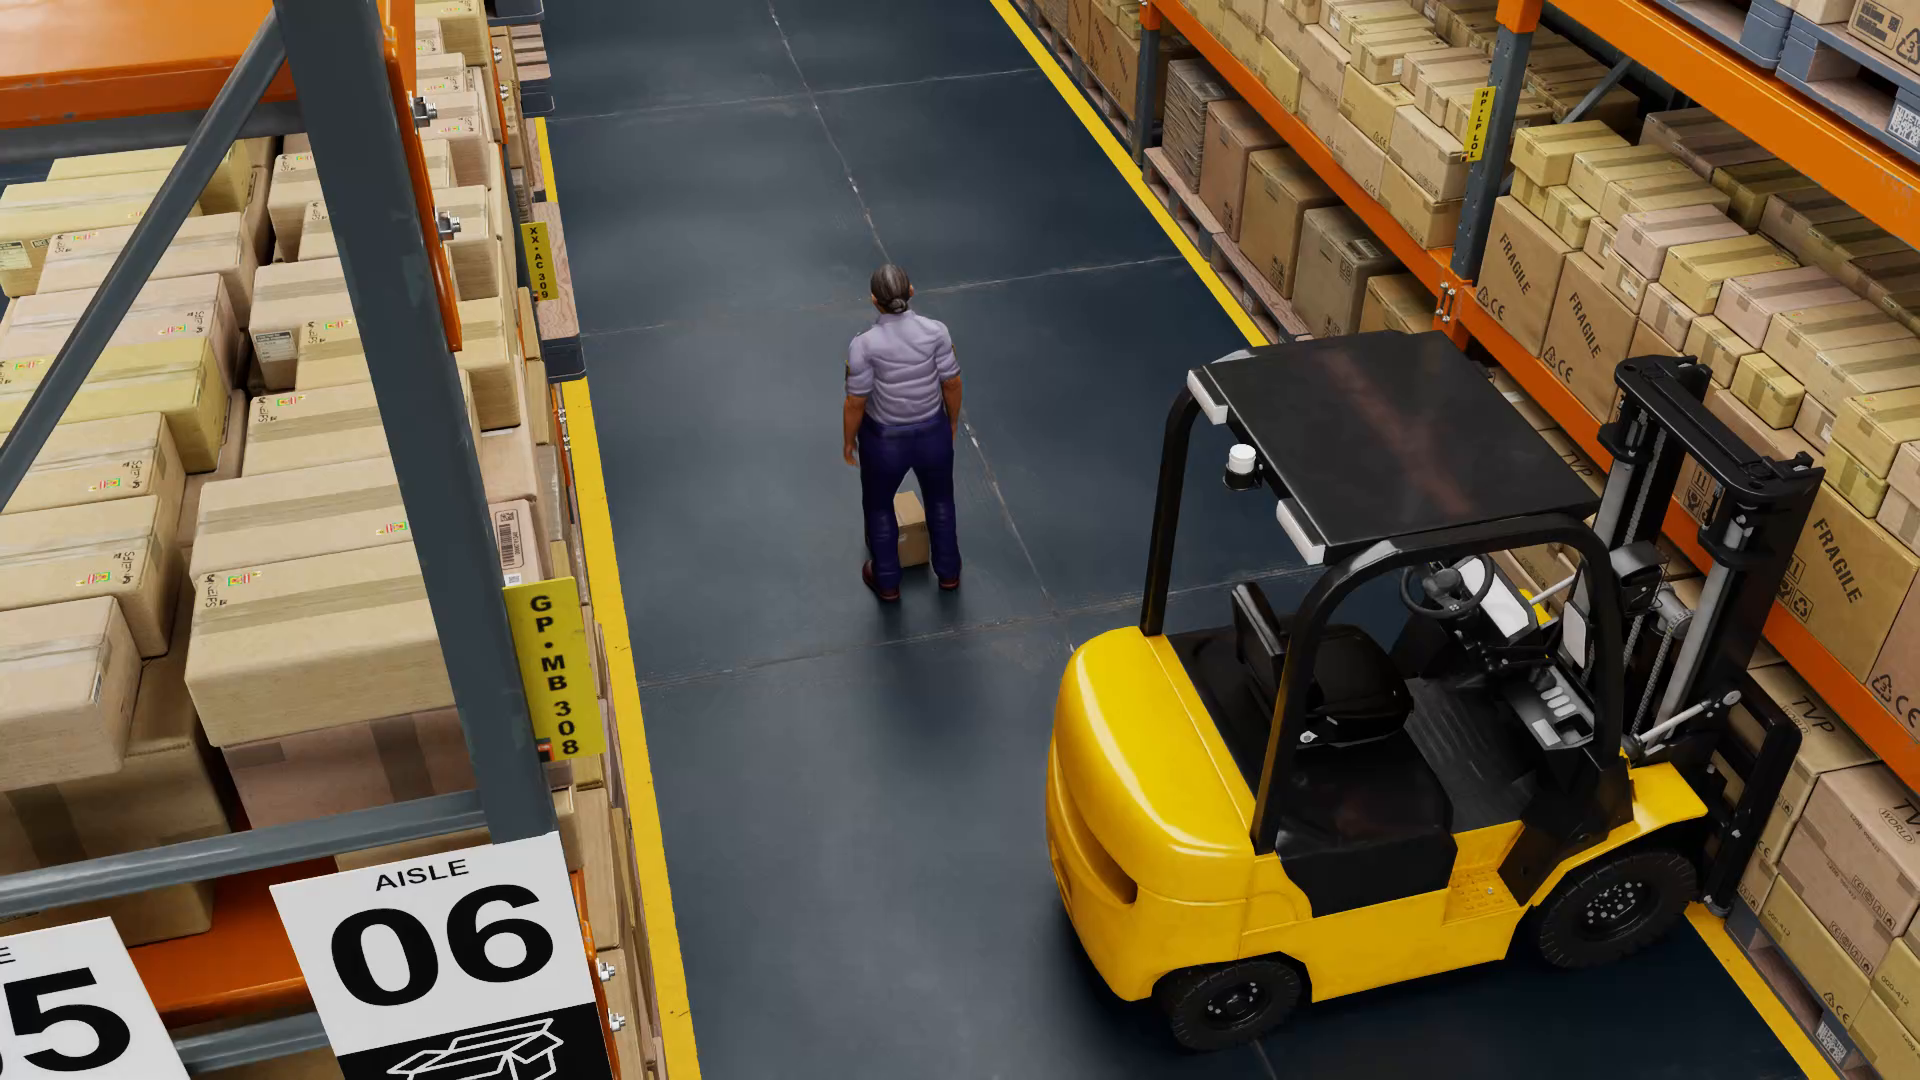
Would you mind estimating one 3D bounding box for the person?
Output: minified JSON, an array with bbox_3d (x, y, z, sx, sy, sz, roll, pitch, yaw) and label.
[{"bbox_3d":[-0.235,-0.447,7.283,0.563,1.653,0.363,-11,40,-14],"label":"person"}]
